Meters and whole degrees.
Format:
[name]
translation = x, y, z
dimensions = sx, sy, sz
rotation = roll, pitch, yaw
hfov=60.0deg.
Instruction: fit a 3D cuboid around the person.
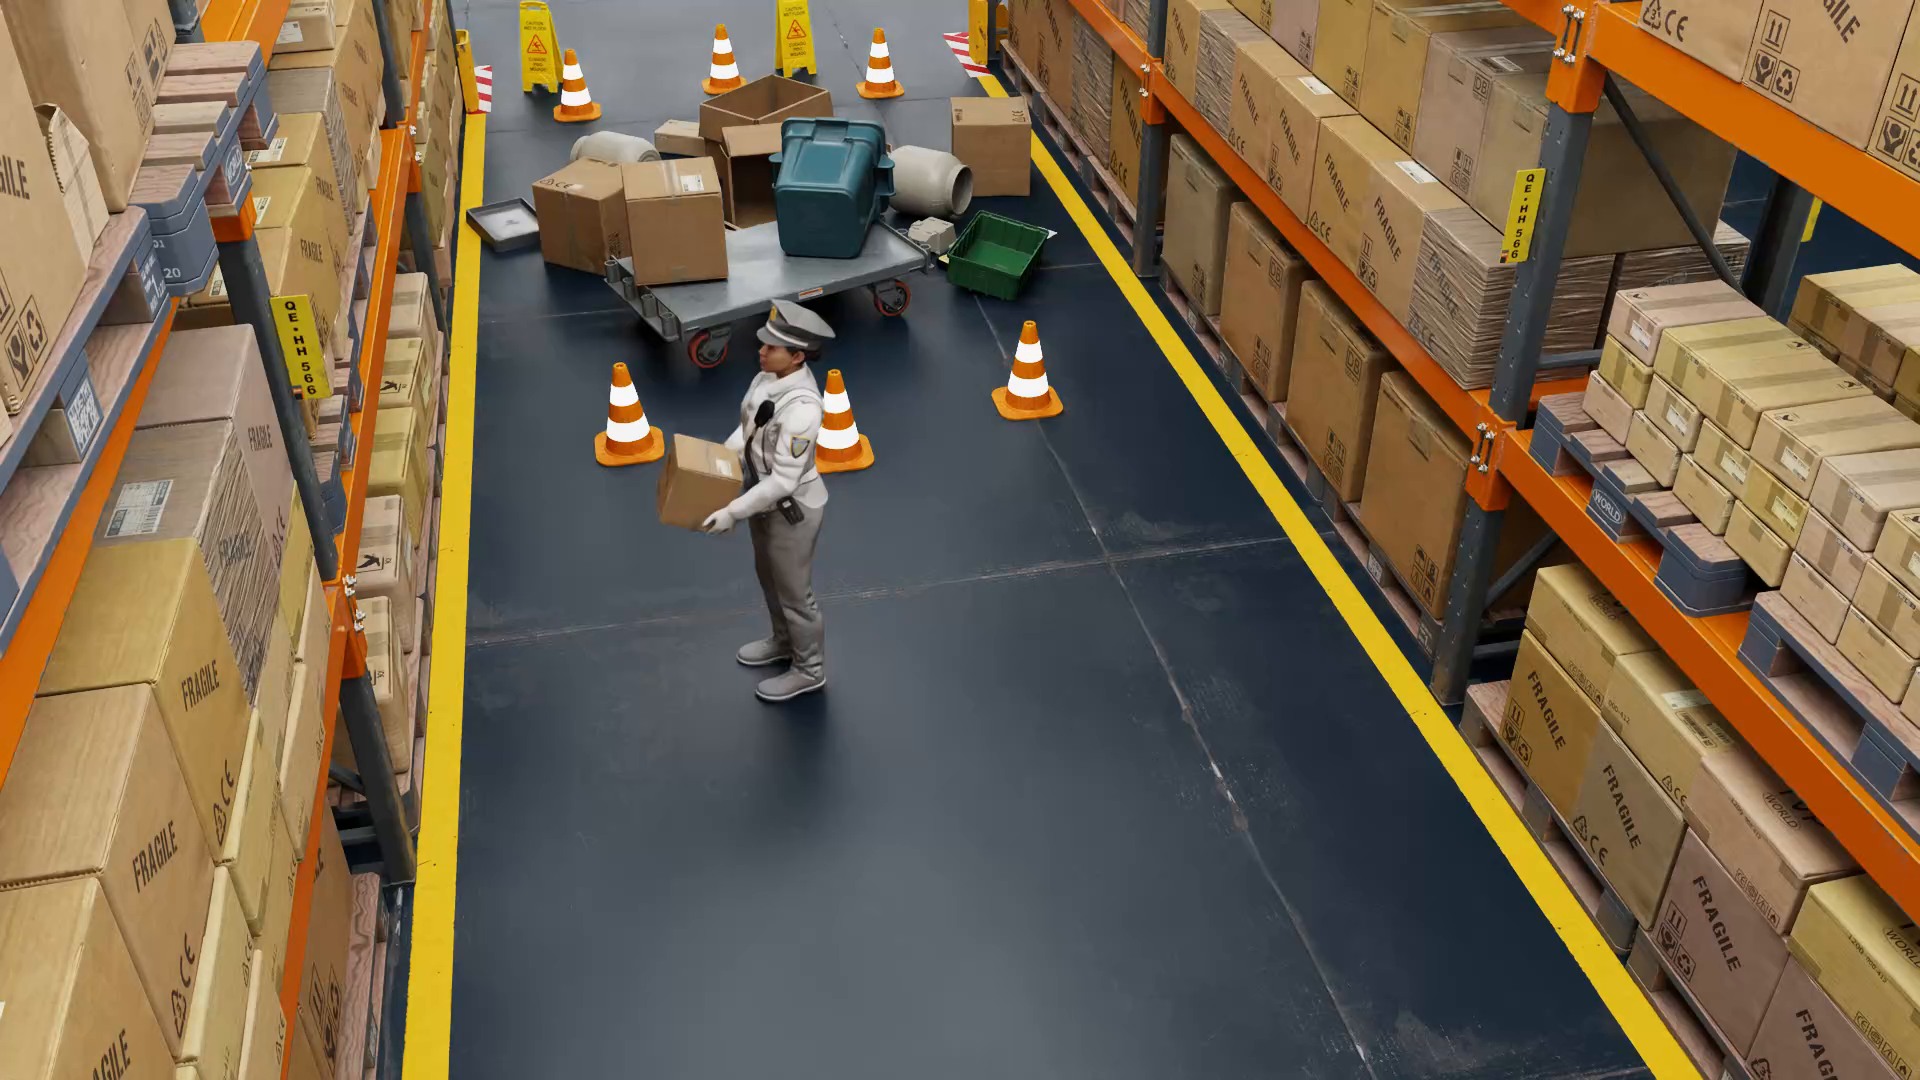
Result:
[person]
translation = -0.722, -0.126, 6.293
dimensions = 0.548, 1.698, 0.480
rotation = -11, 36, -16
